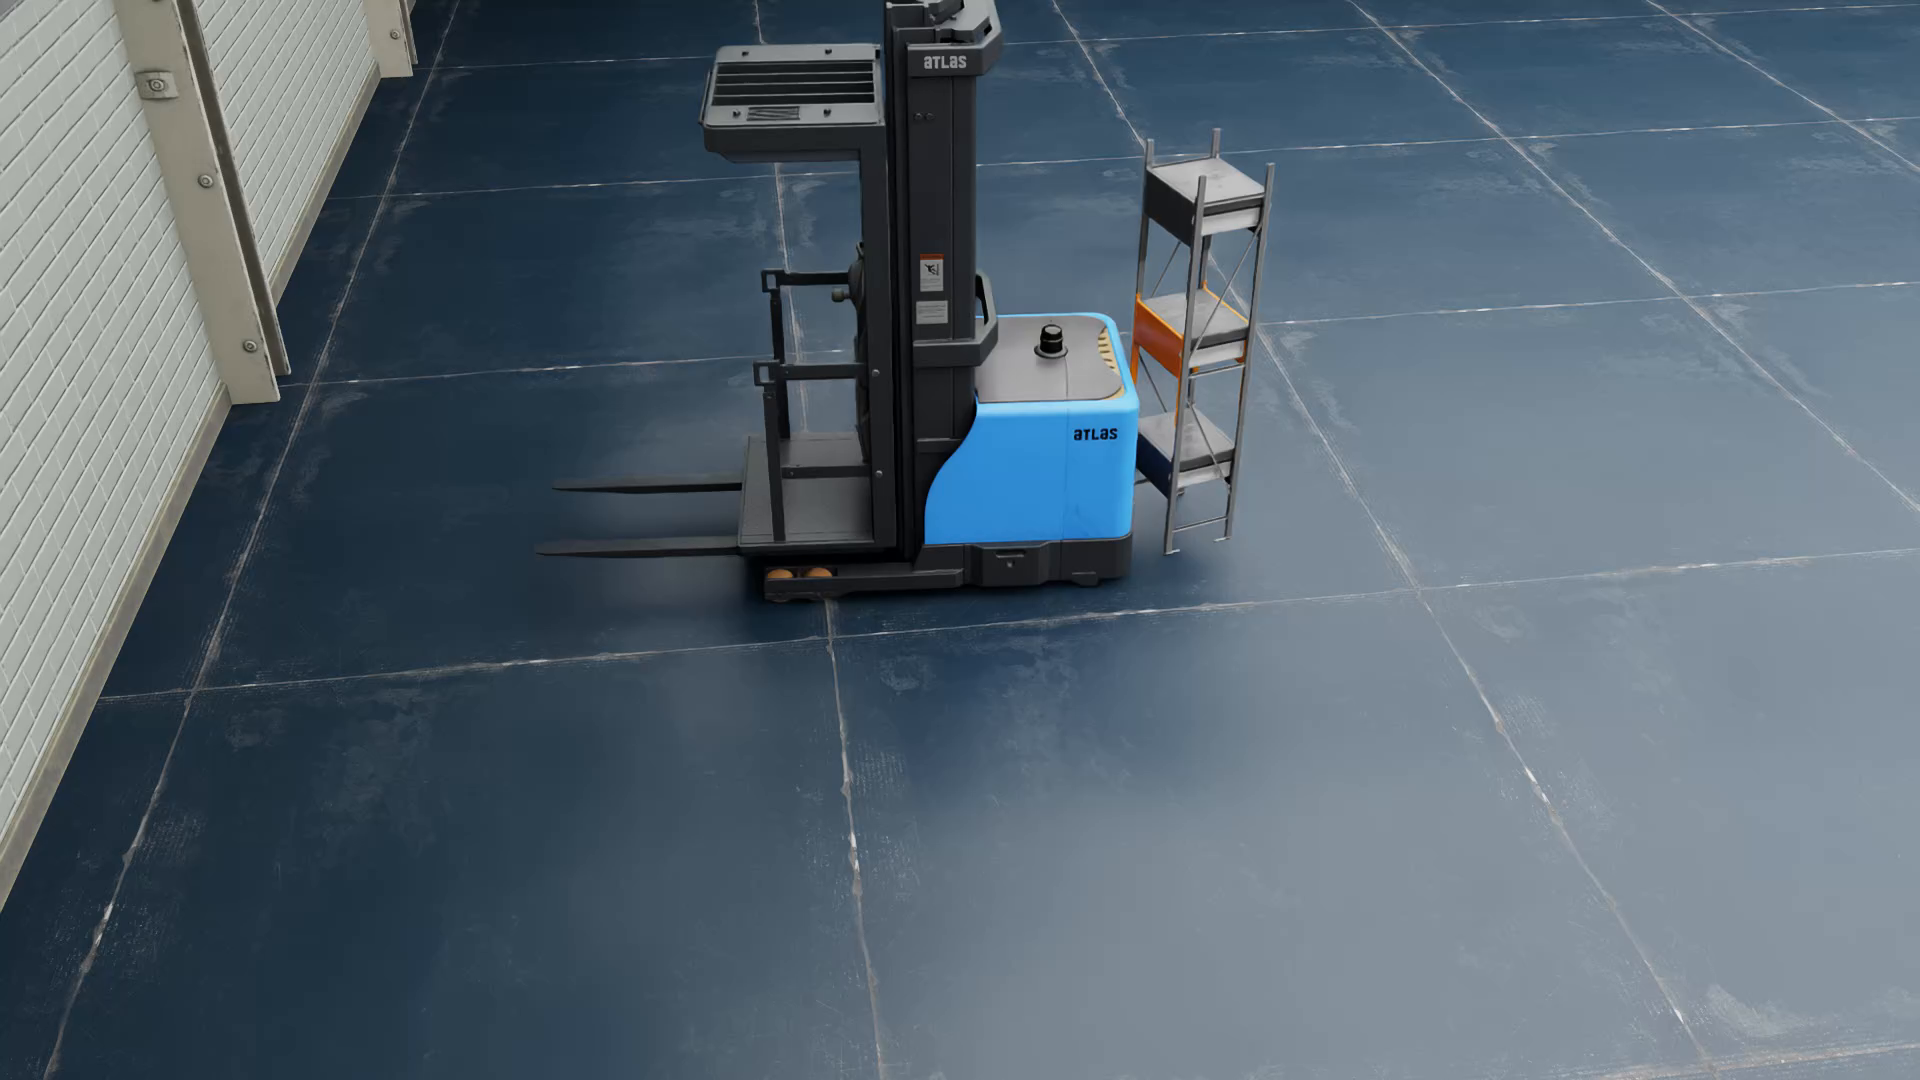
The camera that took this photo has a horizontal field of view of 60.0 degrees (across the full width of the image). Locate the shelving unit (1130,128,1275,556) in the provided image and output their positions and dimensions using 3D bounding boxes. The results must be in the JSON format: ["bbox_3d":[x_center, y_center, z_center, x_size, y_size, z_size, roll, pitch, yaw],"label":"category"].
[{"bbox_3d":[1.170,-0.959,8.419,0.431,2.100,0.503,-14,37,-20],"label":"shelving unit"}]

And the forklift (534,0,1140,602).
[{"bbox_3d":[-0.659,-1.203,8.042,3.031,2.935,1.130,-2,34,-3],"label":"forklift"}]

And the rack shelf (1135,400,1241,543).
[{"bbox_3d":[1.166,-0.369,8.819,0.431,0.518,0.480,-14,37,-20],"label":"rack shelf"}]

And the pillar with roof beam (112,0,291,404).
[{"bbox_3d":[-0.059,-4.987,8.206,9.100,9.000,0.400,-4,35,-6],"label":"pillar with roof beam"}]

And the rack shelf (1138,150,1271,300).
[{"bbox_3d":[1.174,-1.528,8.034,0.431,0.518,0.480,-14,37,-20],"label":"rack shelf"}]

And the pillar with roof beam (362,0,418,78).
[{"bbox_3d":[-0.866,-8.335,13.119,9.100,9.000,0.400,-4,35,-6],"label":"pillar with roof beam"}]

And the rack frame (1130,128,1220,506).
[{"bbox_3d":[1.072,-1.085,8.604,0.400,2.100,0.015,-14,37,-20],"label":"rack frame"}]

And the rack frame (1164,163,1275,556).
[{"bbox_3d":[1.268,-0.833,8.234,0.400,2.100,0.015,-14,37,-20],"label":"rack frame"}]

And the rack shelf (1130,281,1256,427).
[{"bbox_3d":[1.170,-0.948,8.427,0.431,0.518,0.480,-14,37,-20],"label":"rack shelf"}]
